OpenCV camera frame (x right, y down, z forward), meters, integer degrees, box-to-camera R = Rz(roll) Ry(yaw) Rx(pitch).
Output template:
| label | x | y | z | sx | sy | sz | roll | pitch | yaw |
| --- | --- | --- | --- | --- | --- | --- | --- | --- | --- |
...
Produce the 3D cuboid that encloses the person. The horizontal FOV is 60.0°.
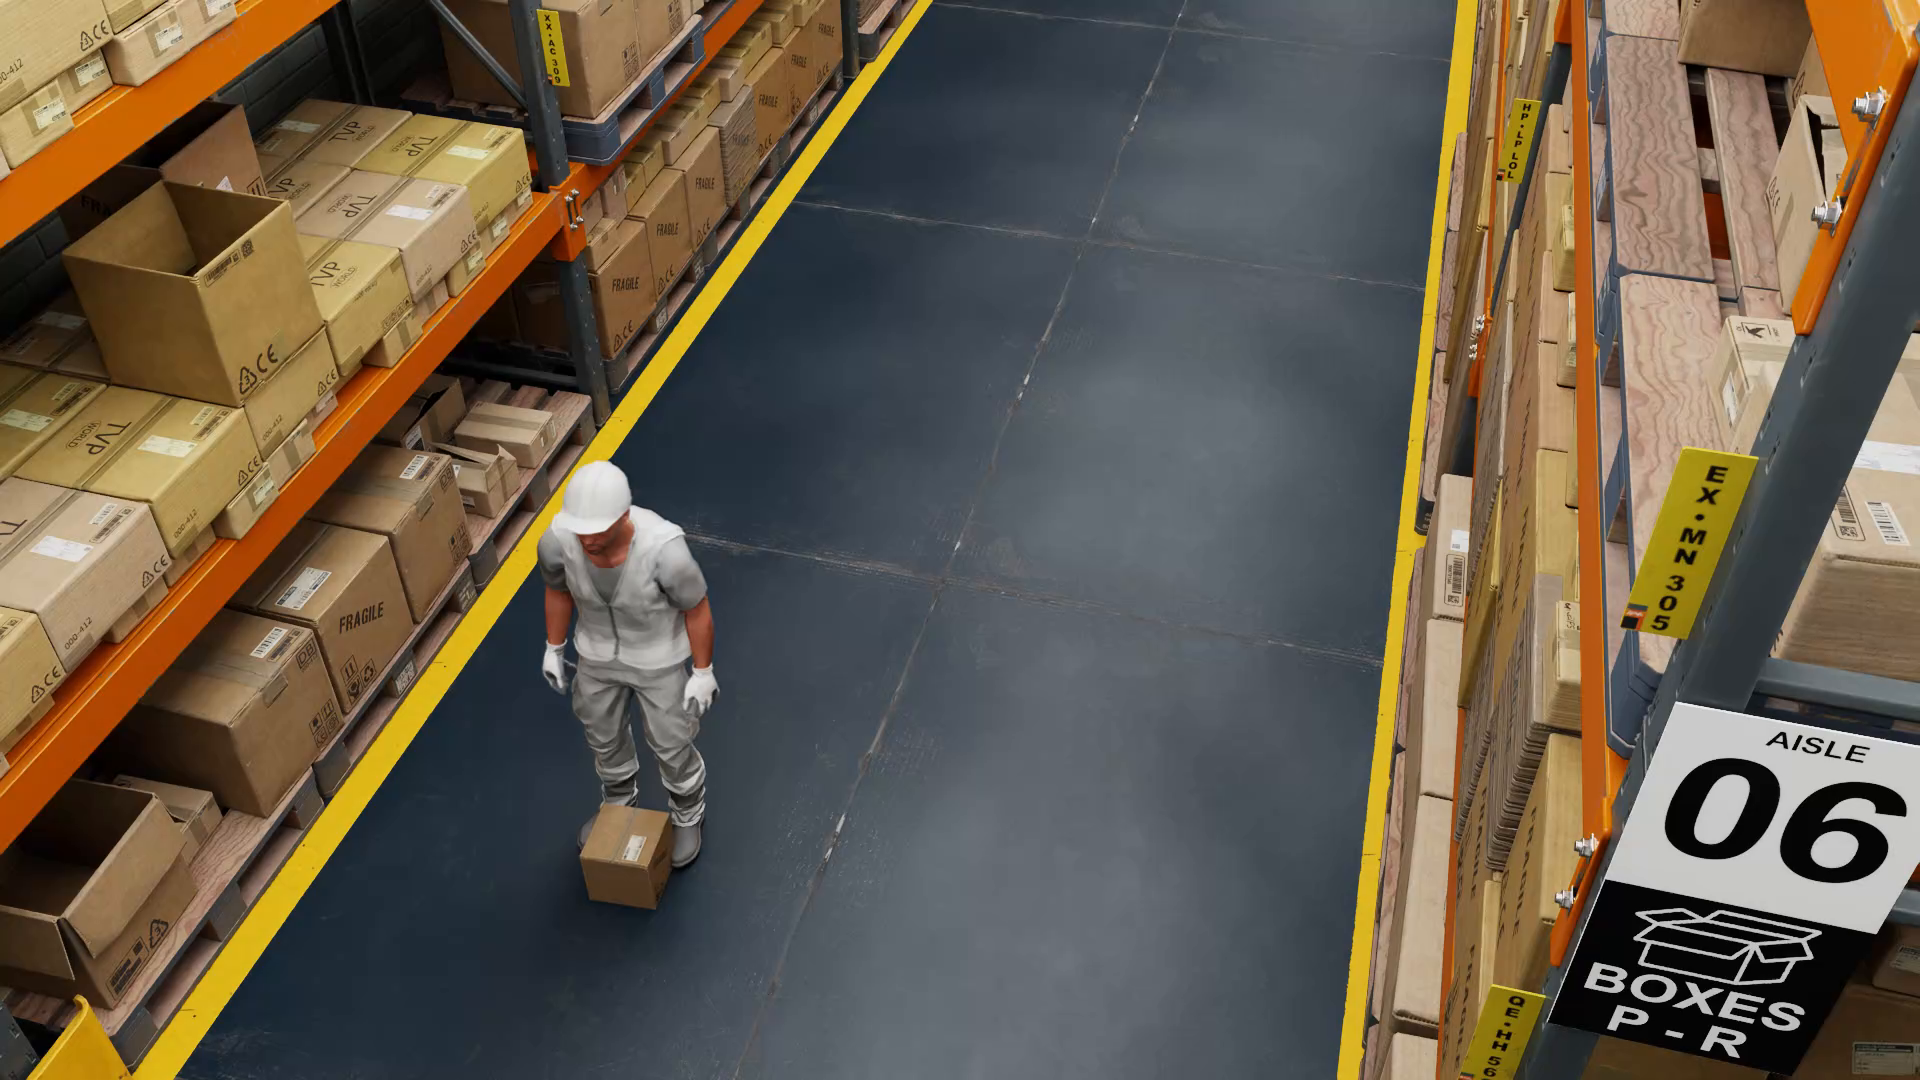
| label | x | y | z | sx | sy | sz | roll | pitch | yaw |
| --- | --- | --- | --- | --- | --- | --- | --- | --- | --- |
| person | -1.121 | 0.420 | 5.656 | 0.623 | 1.780 | 0.450 | 9 | 41 | 10 |
